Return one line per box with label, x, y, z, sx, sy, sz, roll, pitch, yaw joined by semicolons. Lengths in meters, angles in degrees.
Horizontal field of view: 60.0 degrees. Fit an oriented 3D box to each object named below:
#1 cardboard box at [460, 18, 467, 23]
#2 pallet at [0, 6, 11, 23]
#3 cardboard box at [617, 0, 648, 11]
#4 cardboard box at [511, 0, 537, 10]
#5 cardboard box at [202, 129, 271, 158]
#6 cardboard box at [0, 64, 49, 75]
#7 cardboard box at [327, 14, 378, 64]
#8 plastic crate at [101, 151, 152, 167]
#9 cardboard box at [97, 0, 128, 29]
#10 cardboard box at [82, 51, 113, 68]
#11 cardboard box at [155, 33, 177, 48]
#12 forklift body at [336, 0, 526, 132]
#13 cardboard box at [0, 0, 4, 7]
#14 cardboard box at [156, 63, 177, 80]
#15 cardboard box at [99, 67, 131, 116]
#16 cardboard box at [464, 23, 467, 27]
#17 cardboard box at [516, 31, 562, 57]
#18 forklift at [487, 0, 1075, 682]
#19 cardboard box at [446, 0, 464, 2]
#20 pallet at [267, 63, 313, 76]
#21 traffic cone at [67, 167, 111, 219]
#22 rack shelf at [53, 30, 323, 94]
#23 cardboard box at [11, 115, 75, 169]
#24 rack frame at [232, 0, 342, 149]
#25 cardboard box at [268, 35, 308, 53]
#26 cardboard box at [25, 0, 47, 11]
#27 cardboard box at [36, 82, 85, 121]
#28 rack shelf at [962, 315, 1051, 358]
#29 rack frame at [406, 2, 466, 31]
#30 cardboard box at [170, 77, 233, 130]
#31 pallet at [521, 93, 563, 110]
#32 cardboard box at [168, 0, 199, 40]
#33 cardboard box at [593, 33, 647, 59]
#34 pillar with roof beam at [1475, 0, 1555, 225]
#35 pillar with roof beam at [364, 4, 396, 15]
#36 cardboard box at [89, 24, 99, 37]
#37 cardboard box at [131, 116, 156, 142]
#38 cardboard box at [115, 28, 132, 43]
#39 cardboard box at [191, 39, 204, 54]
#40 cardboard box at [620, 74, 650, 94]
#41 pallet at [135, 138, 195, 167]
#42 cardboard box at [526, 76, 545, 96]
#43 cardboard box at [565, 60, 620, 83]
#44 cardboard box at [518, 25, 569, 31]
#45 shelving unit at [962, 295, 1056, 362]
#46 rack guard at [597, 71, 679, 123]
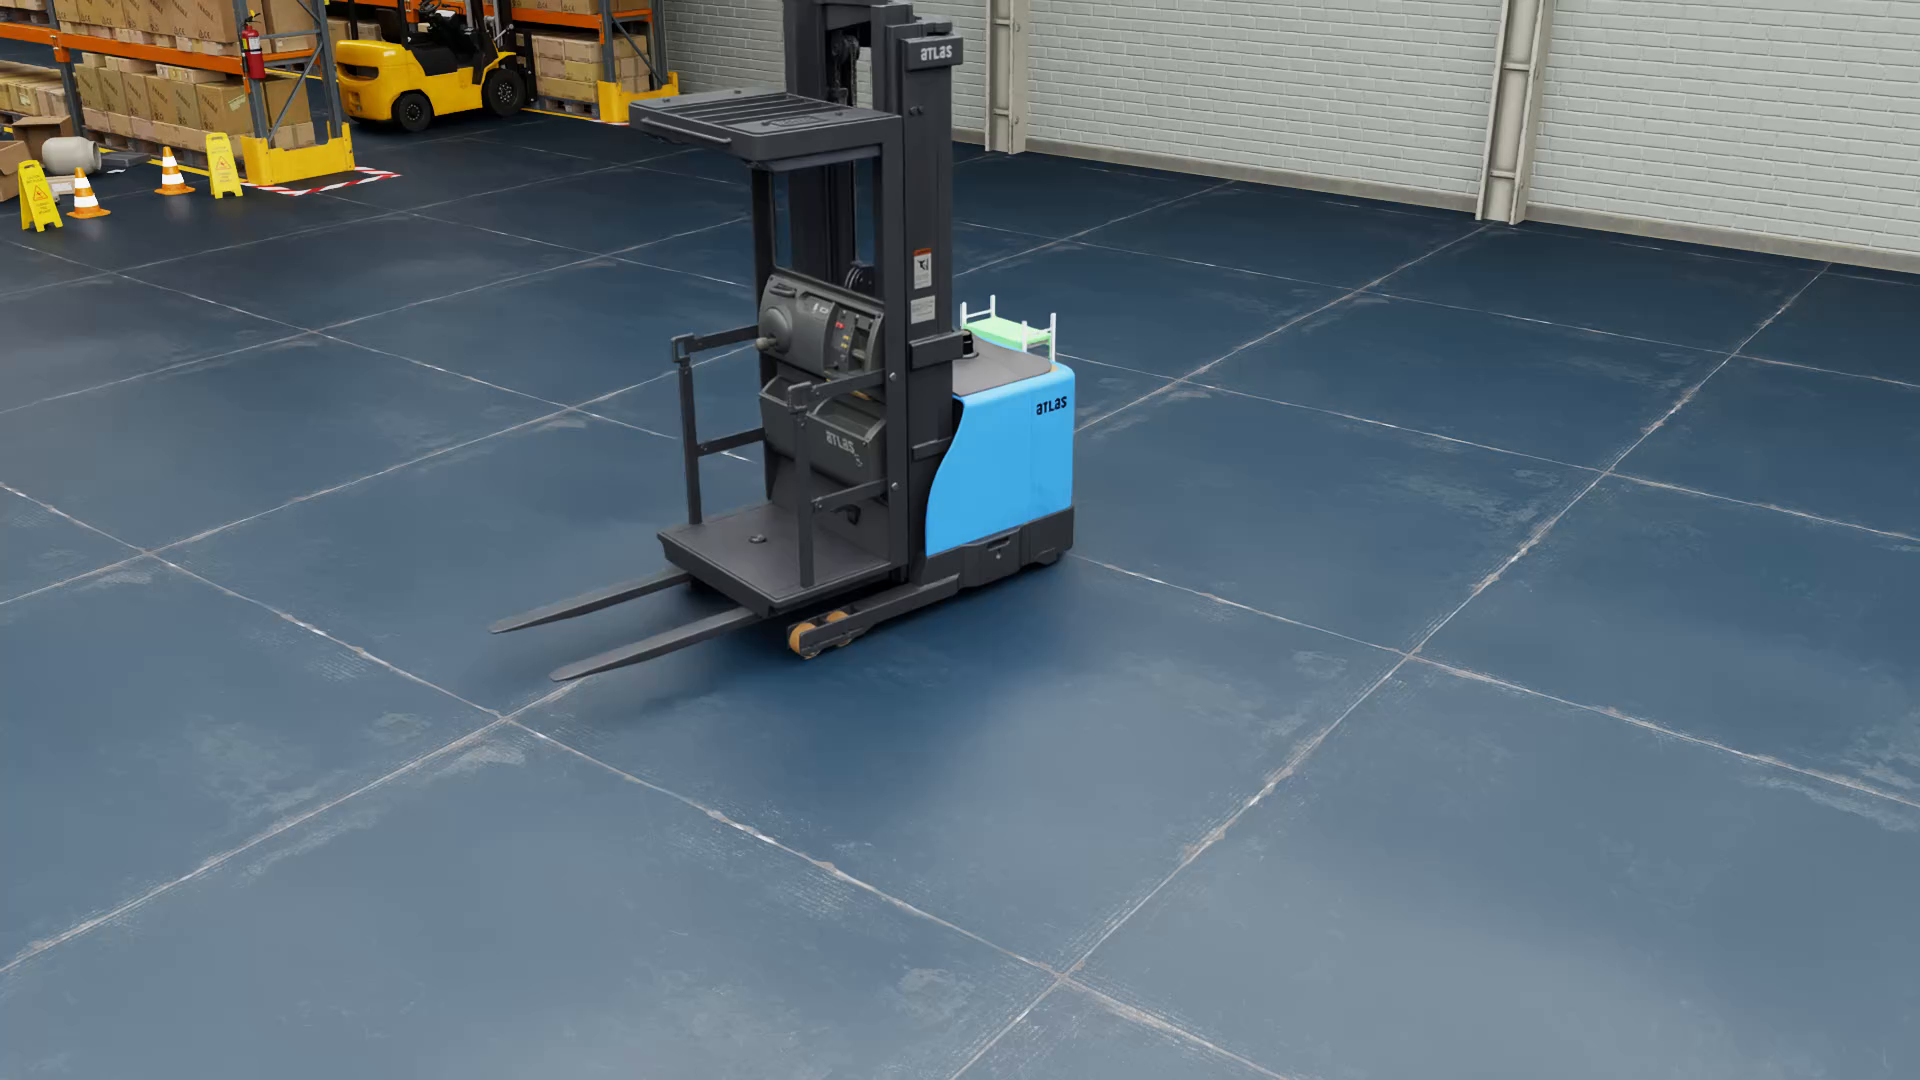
cardboard box;-6.932;-7.293;23.732;0.500;0.250;0.500;17;29;34
pallet;-12.008;-6.770;21.133;1.213;0.211;1.003;17;29;33
cardboard box;-4.471;-7.246;21.852;0.500;0.500;0.500;18;29;35
cardboard box;-5.612;-7.323;22.027;0.500;0.500;0.500;16;29;32
cardboard box;-8.042;-4.437;18.489;0.500;0.250;0.500;17;29;33
cardboard box;-12.575;-5.997;21.879;0.625;0.372;0.950;16;28;32
cardboard box;-9.085;-7.558;25.107;0.625;0.625;0.875;15;28;31
plastic crate;-9.651;-4.376;19.082;0.583;0.080;0.402;7;25;15
cardboard box;-9.421;-6.102;18.886;0.500;0.500;0.500;17;29;33
cardboard box;-10.041;-5.650;19.509;0.250;0.149;0.380;17;29;34
cardboard box;-8.708;-5.582;18.510;0.250;0.149;0.380;16;29;33
forklift body;-6.852;-6.473;21.273;1.214;2.155;2.313;17;29;33
cardboard box;-11.627;-6.649;20.411;0.250;0.149;0.380;17;29;34
cardboard box;-8.755;-5.265;18.635;0.250;0.149;0.380;18;30;35
cardboard box;-9.670;-5.277;19.467;0.500;0.500;0.500;18;30;35
cardboard box;-6.840;-7.005;23.077;0.500;0.250;0.500;17;29;33
cardboard box;-5.618;-6.634;22.235;0.500;0.250;0.500;17;29;34
forklift;-0.838;-1.015;7.918;3.031;2.935;1.130;-19;30;-36
cardboard box;-6.816;-7.692;22.863;0.500;0.500;0.500;17;29;34
pallet;-10.007;-7.438;25.869;1.213;0.211;1.003;17;29;33
traffic cone;-8.726;-3.475;16.563;0.334;0.463;0.336;17;29;33
rack shelf;-8.815;-5.543;19.003;4.000;0.370;1.077;17;29;33
cardboard box;-10.374;-4.515;18.874;0.500;0.500;0.500;-5;24;-12
rack frame;-7.215;-5.389;17.760;0.127;3.000;1.000;17;29;33
cardboard box;-7.362;-5.423;18.148;0.250;0.149;0.380;17;29;33
cardboard box;-10.993;-6.468;20.001;0.250;0.149;0.380;17;29;34
cardboard box;-10.837;-5.472;20.686;0.625;0.372;0.950;17;29;34
rack shelf;0.266;-1.111;9.250;0.258;0.148;0.480;-20;31;-38
rack frame;-7.442;-7.958;23.592;0.127;3.000;1.000;17;29;33
cardboard box;-8.432;-4.900;18.611;0.500;0.500;0.500;18;30;35
pallet;-5.850;-6.182;23.018;1.213;0.211;1.003;17;29;33
cardboard box;-8.212;-5.735;18.054;0.500;0.500;0.500;17;29;33
cardboard box;-4.512;-6.560;22.067;0.500;0.250;0.500;16;29;33
pillar with roof beam;2.763;-5.905;11.491;0.400;9.000;9.100;17;29;33
pillar with roof beam;-11.640;-10.257;21.370;0.400;9.000;9.100;17;29;33
cardboard box;-9.892;-5.962;19.374;0.250;0.149;0.380;17;29;33
cardboard box;-9.245;-4.807;19.329;0.500;0.250;0.500;16;29;33
cardboard box;-9.338;-5.749;18.889;0.250;0.149;0.380;17;29;34
cardboard box;-8.104;-5.389;18.073;0.250;0.149;0.380;16;29;32
cardboard box;-4.516;-6.107;22.279;0.500;0.250;0.500;17;29;34
pallet;-8.876;-4.634;19.506;1.213;0.211;1.003;17;29;33
cardboard box;-5.593;-6.184;22.454;0.500;0.250;0.500;17;29;34
cardboard box;-4.818;-6.170;21.804;0.500;0.250;0.500;16;29;33
cardboard box;-5.713;-6.930;22.907;0.500;0.250;0.500;16;28;32
shelving unit;0.266;-0.730;9.418;0.258;1.200;0.503;-20;31;-38
rack guard;-4.222;-5.841;21.887;0.348;0.500;1.175;17;29;33
